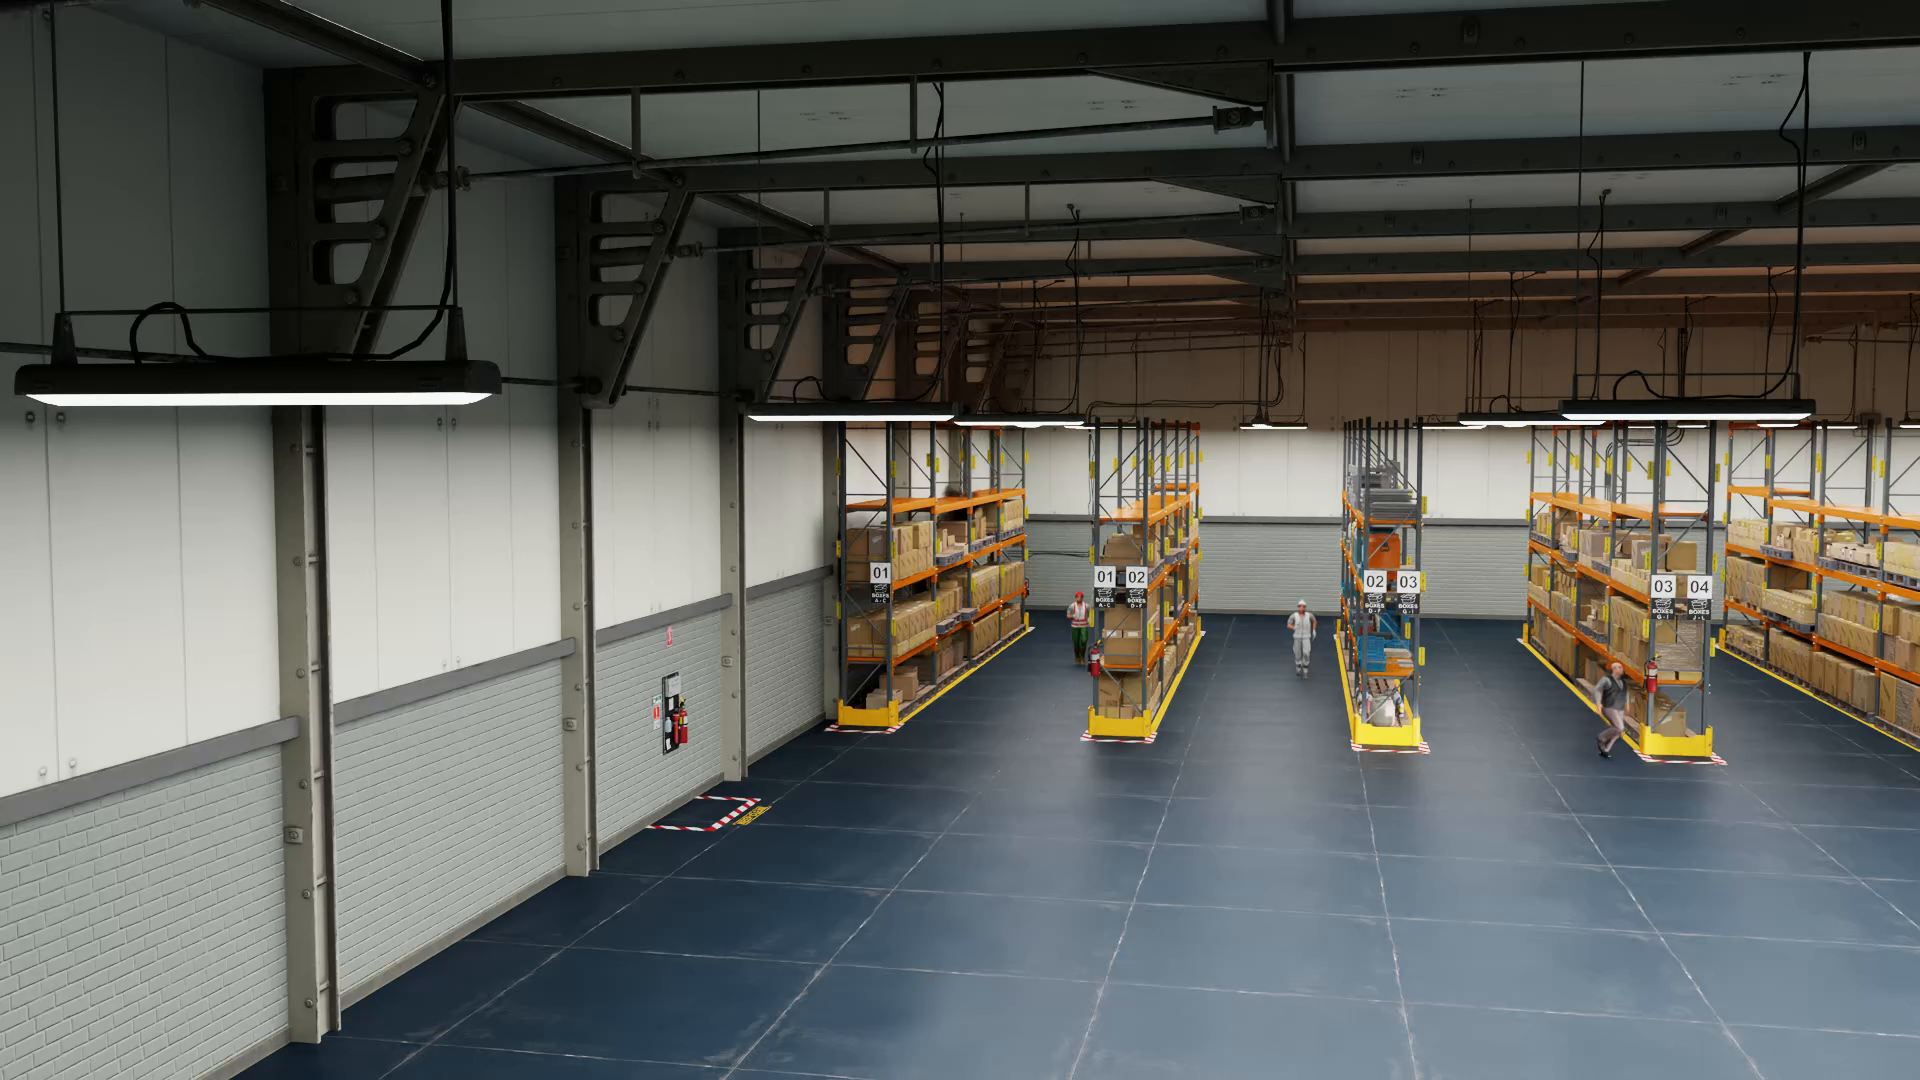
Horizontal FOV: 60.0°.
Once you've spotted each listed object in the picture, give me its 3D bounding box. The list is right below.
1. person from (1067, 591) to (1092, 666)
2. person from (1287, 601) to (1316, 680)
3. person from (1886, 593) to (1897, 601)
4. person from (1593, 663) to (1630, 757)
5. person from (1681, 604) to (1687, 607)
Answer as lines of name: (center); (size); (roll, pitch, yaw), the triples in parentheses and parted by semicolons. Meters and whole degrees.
person: (2.938, 2.177, 40.822); (0.632, 1.824, 0.705); (0, 4, 4)
person: (7.917, 2.329, 38.555); (0.664, 1.852, 0.759); (1, 4, 12)
person: (24.784, 2.021, 44.410); (0.791, 1.692, 0.578); (0, 4, 4)
person: (11.564, 2.997, 29.292); (0.677, 1.654, 0.548); (-2, 4, -25)
person: (18.903, 2.027, 43.722); (0.708, 1.801, 0.844); (2, 4, 32)
